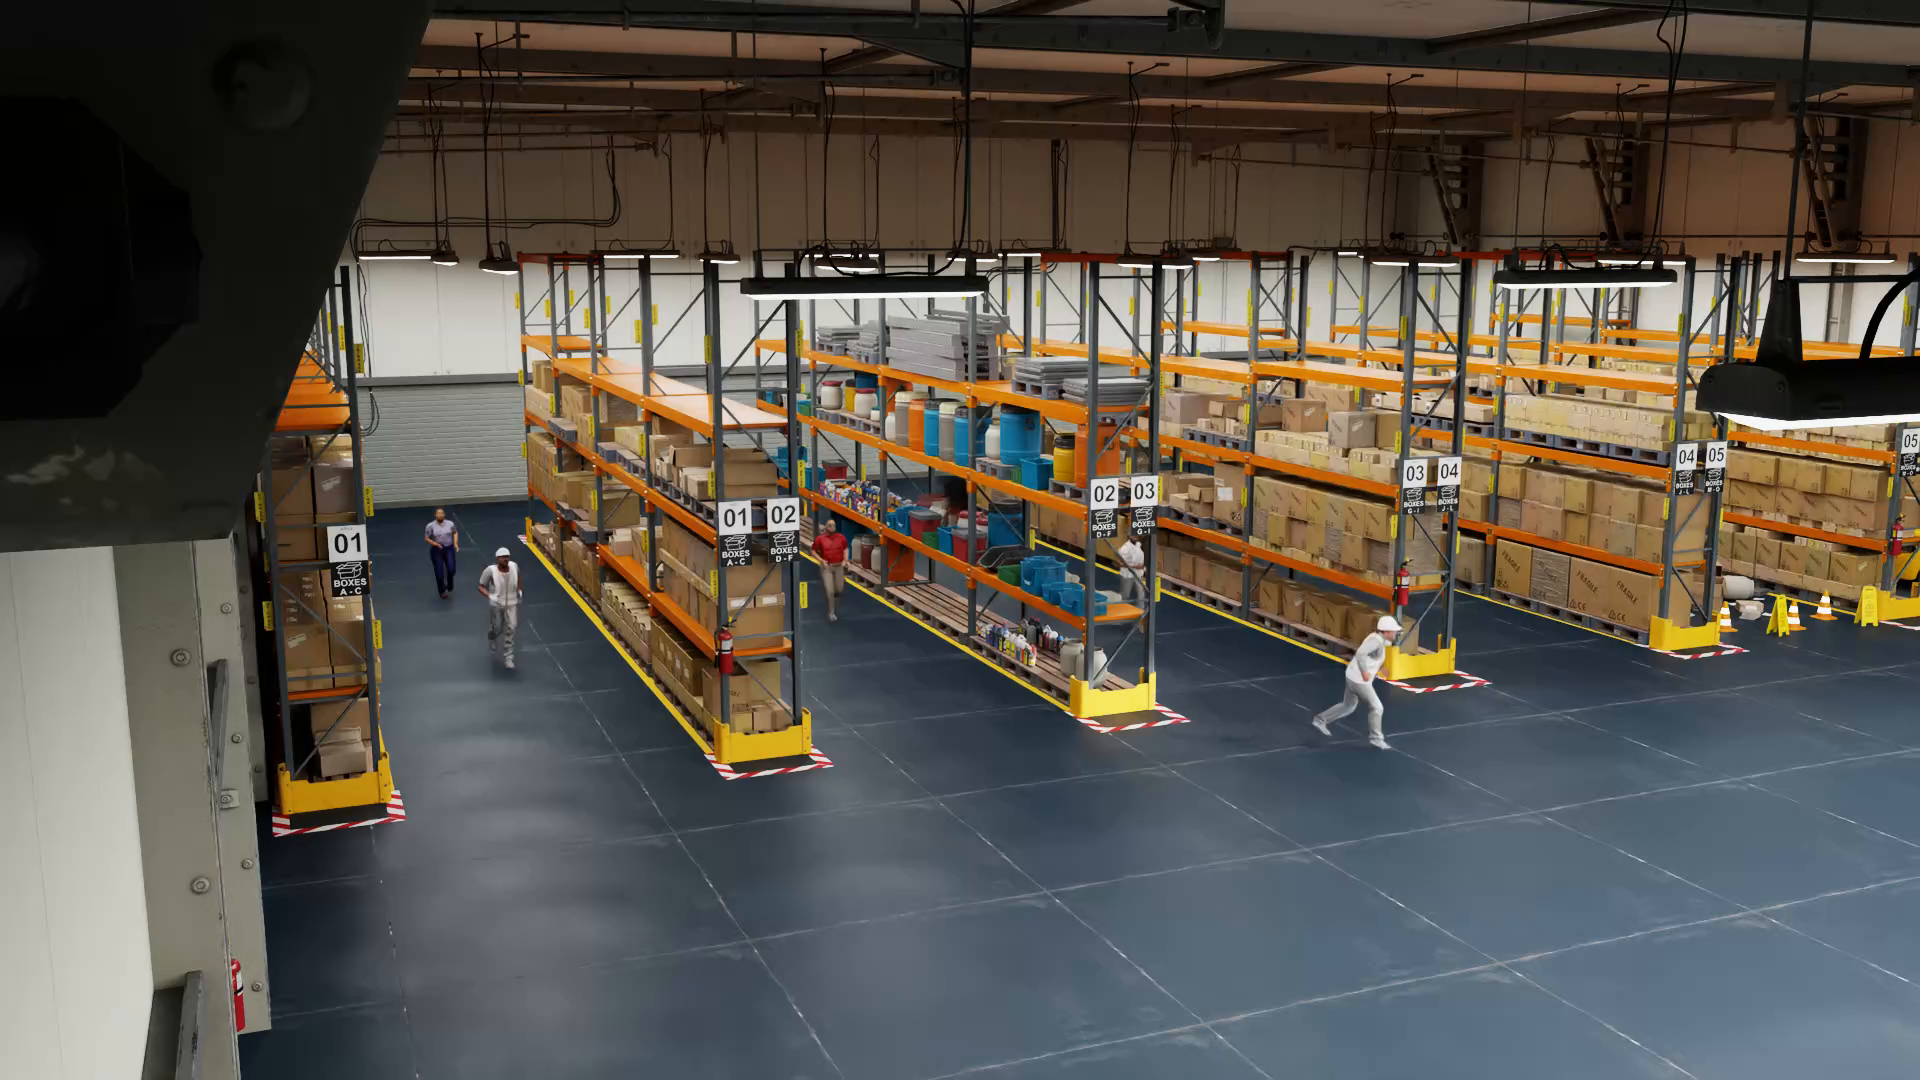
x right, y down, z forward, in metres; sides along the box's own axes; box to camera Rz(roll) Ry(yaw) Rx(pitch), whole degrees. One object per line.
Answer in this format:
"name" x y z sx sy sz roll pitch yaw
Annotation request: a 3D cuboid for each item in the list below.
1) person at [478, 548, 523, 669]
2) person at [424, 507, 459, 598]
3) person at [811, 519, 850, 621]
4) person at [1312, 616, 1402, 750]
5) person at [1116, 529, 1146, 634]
"person" -6.846 0.971 24.858 0.706 1.770 0.972 -7 13 -34
"person" -9.117 0.228 29.351 0.599 1.608 0.531 -5 12 -26
"person" -2.157 0.481 27.808 0.665 1.686 0.603 -3 11 -17
"person" 4.932 1.779 20.733 1.048 1.731 0.696 3 11 17
"person" 2.755 0.631 26.917 0.587 1.762 0.798 -7 12 -33
